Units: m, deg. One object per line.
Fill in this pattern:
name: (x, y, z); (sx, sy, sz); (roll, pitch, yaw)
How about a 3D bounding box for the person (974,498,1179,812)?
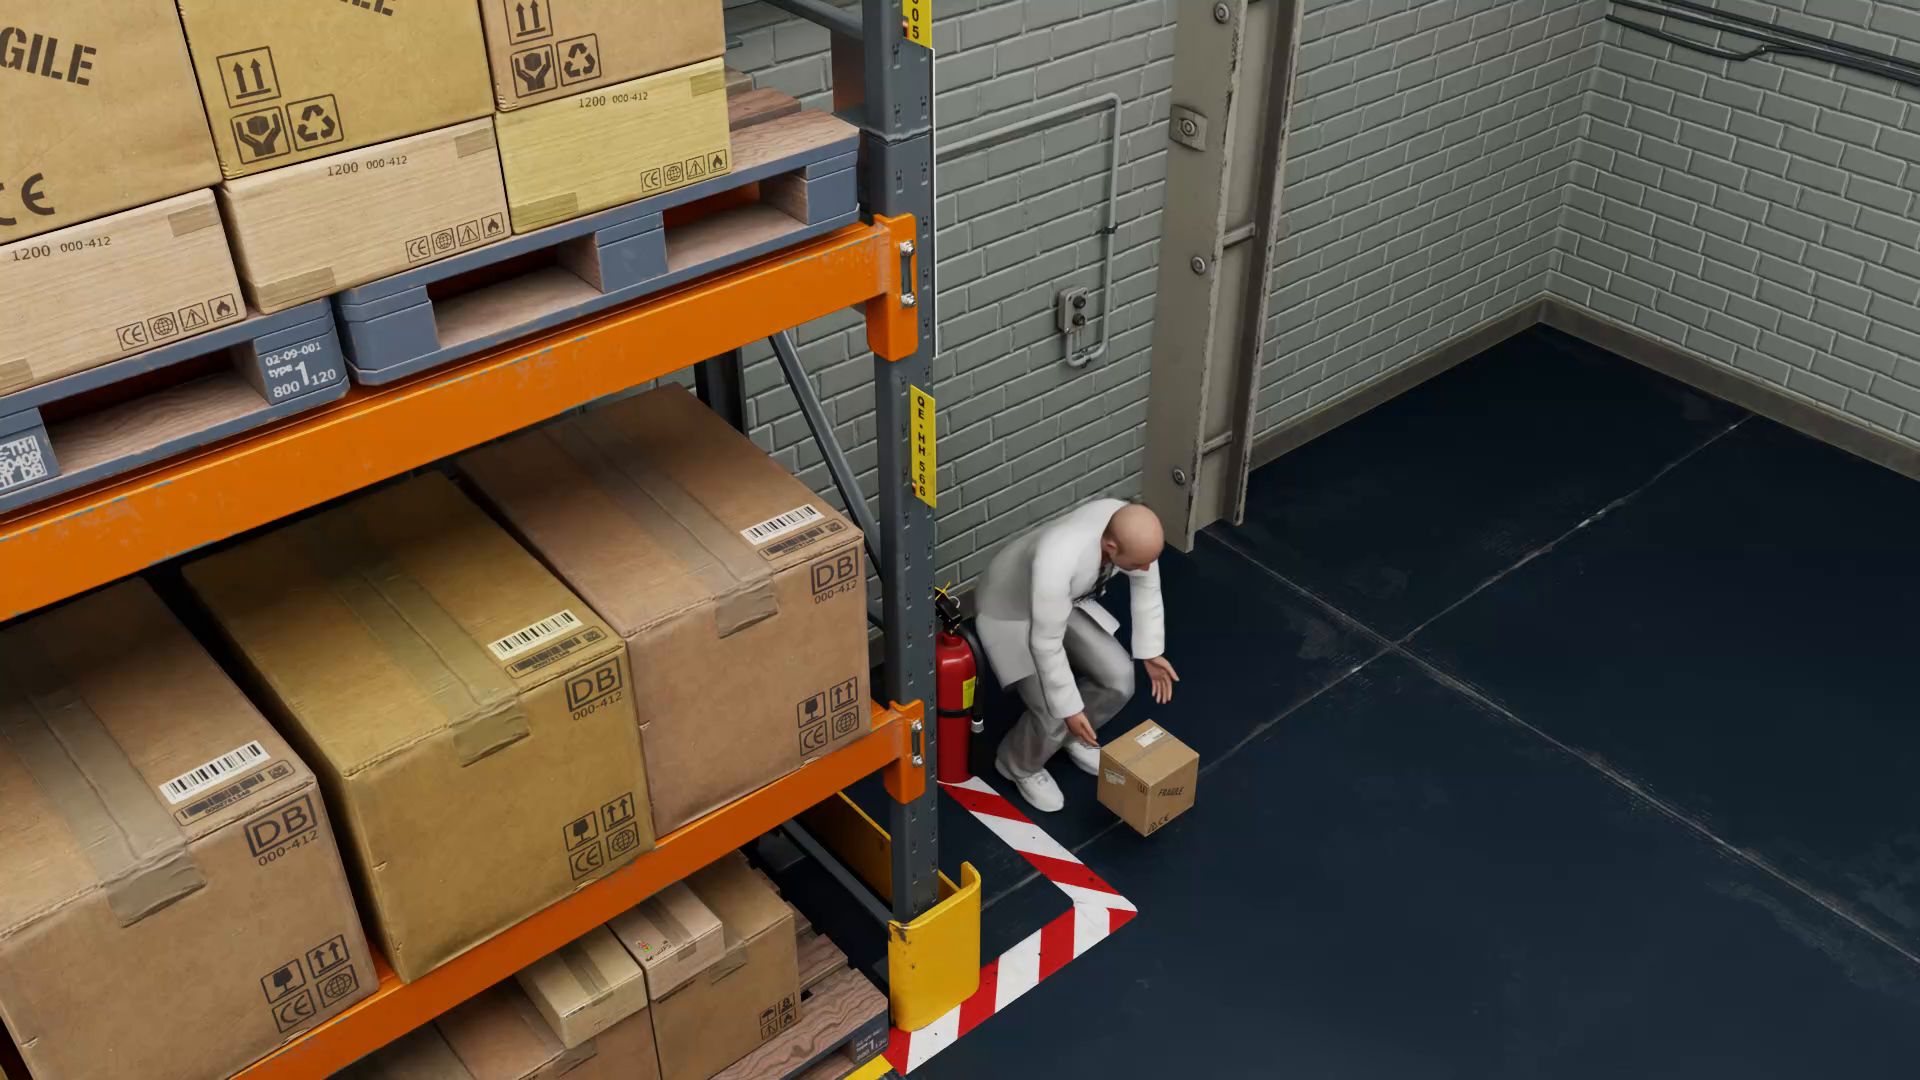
person: (0.403, 0.337, 6.044); (0.631, 1.365, 0.750); (-26, 43, -32)
